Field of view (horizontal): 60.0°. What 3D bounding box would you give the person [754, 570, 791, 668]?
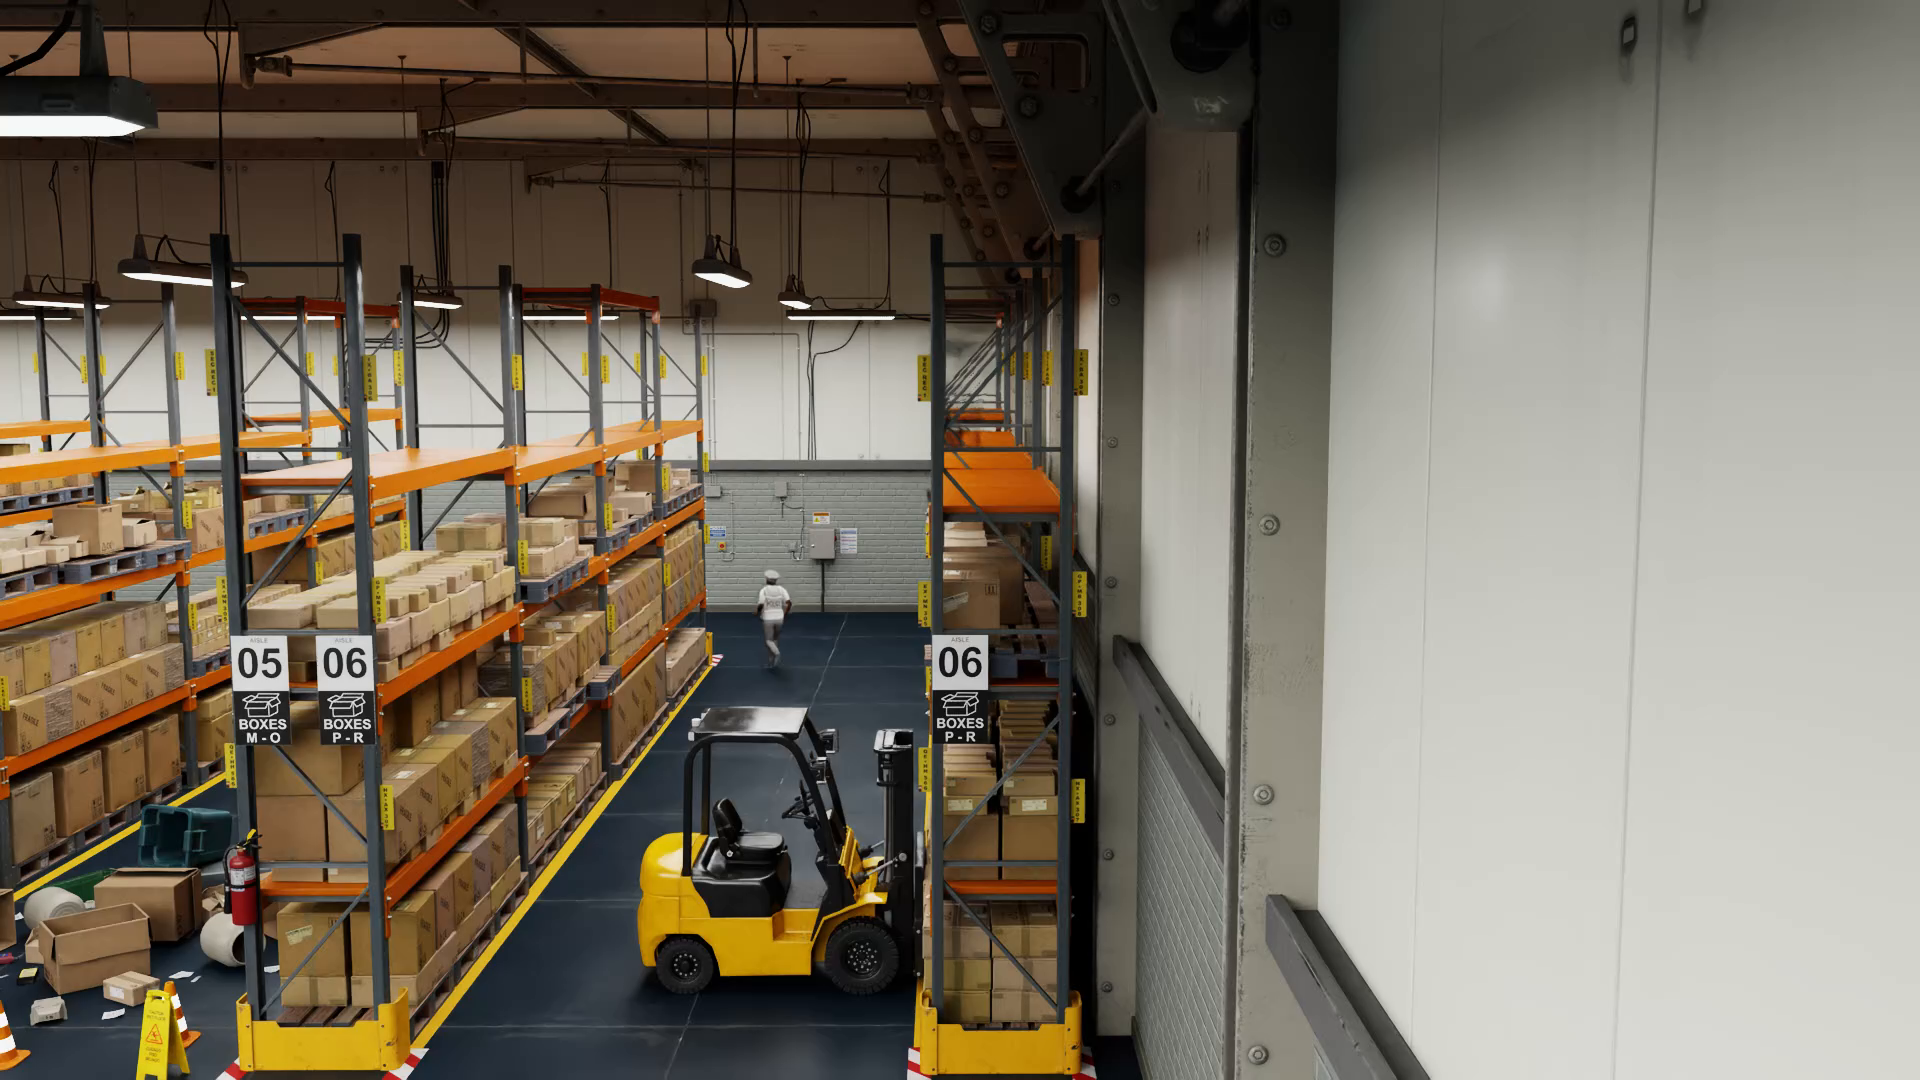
[{"bbox_3d":[-3.043,1.337,27.350,0.542,1.670,0.754,-3,7,-27],"label":"person"}]
